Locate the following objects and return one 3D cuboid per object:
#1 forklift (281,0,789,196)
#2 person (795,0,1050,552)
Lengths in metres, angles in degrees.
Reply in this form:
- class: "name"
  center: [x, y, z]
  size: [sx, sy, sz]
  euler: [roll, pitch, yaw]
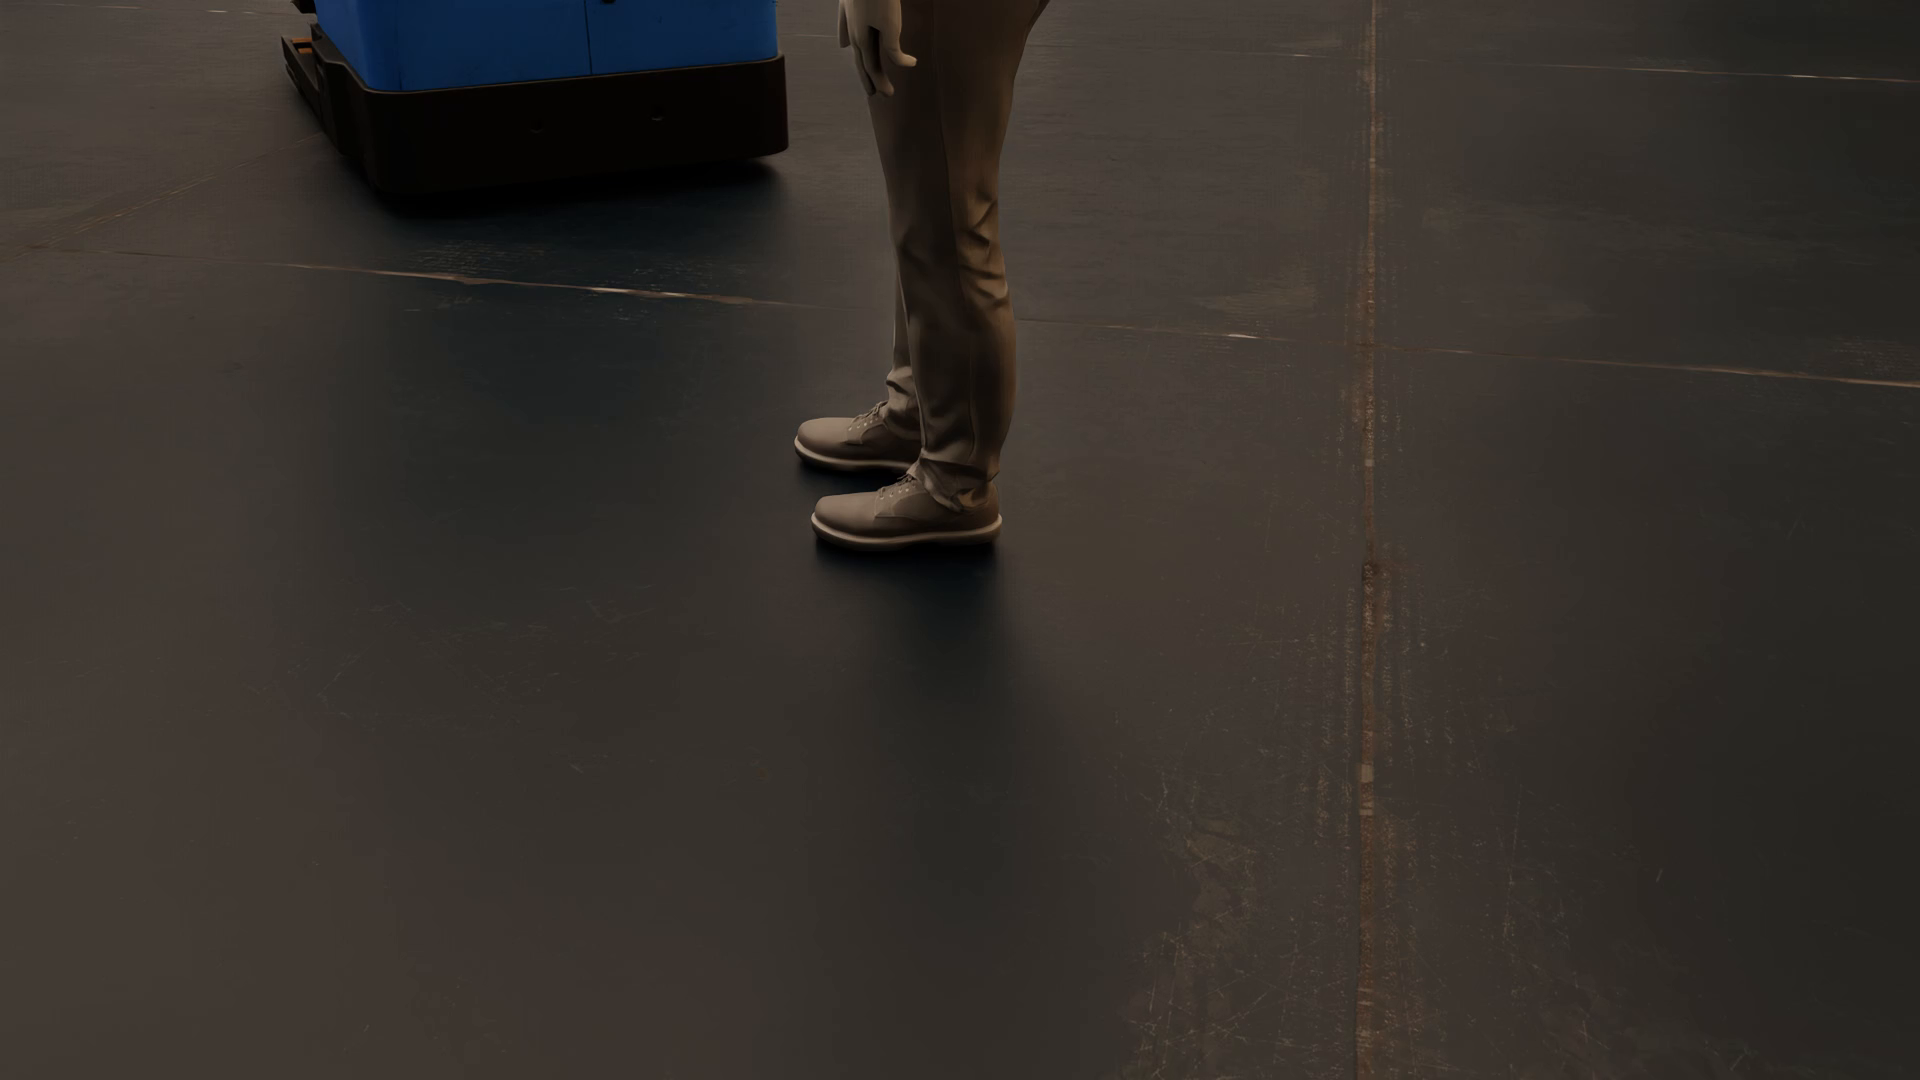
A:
- class: "forklift"
  center: [-1.548, -2.771, 4.739]
  size: [1.130, 2.935, 3.031]
  euler: [-12, 29, -23]
- class: "person"
  center: [-0.065, -0.773, 2.134]
  size: [0.531, 1.695, 0.588]
  euler: [6, 27, 11]
